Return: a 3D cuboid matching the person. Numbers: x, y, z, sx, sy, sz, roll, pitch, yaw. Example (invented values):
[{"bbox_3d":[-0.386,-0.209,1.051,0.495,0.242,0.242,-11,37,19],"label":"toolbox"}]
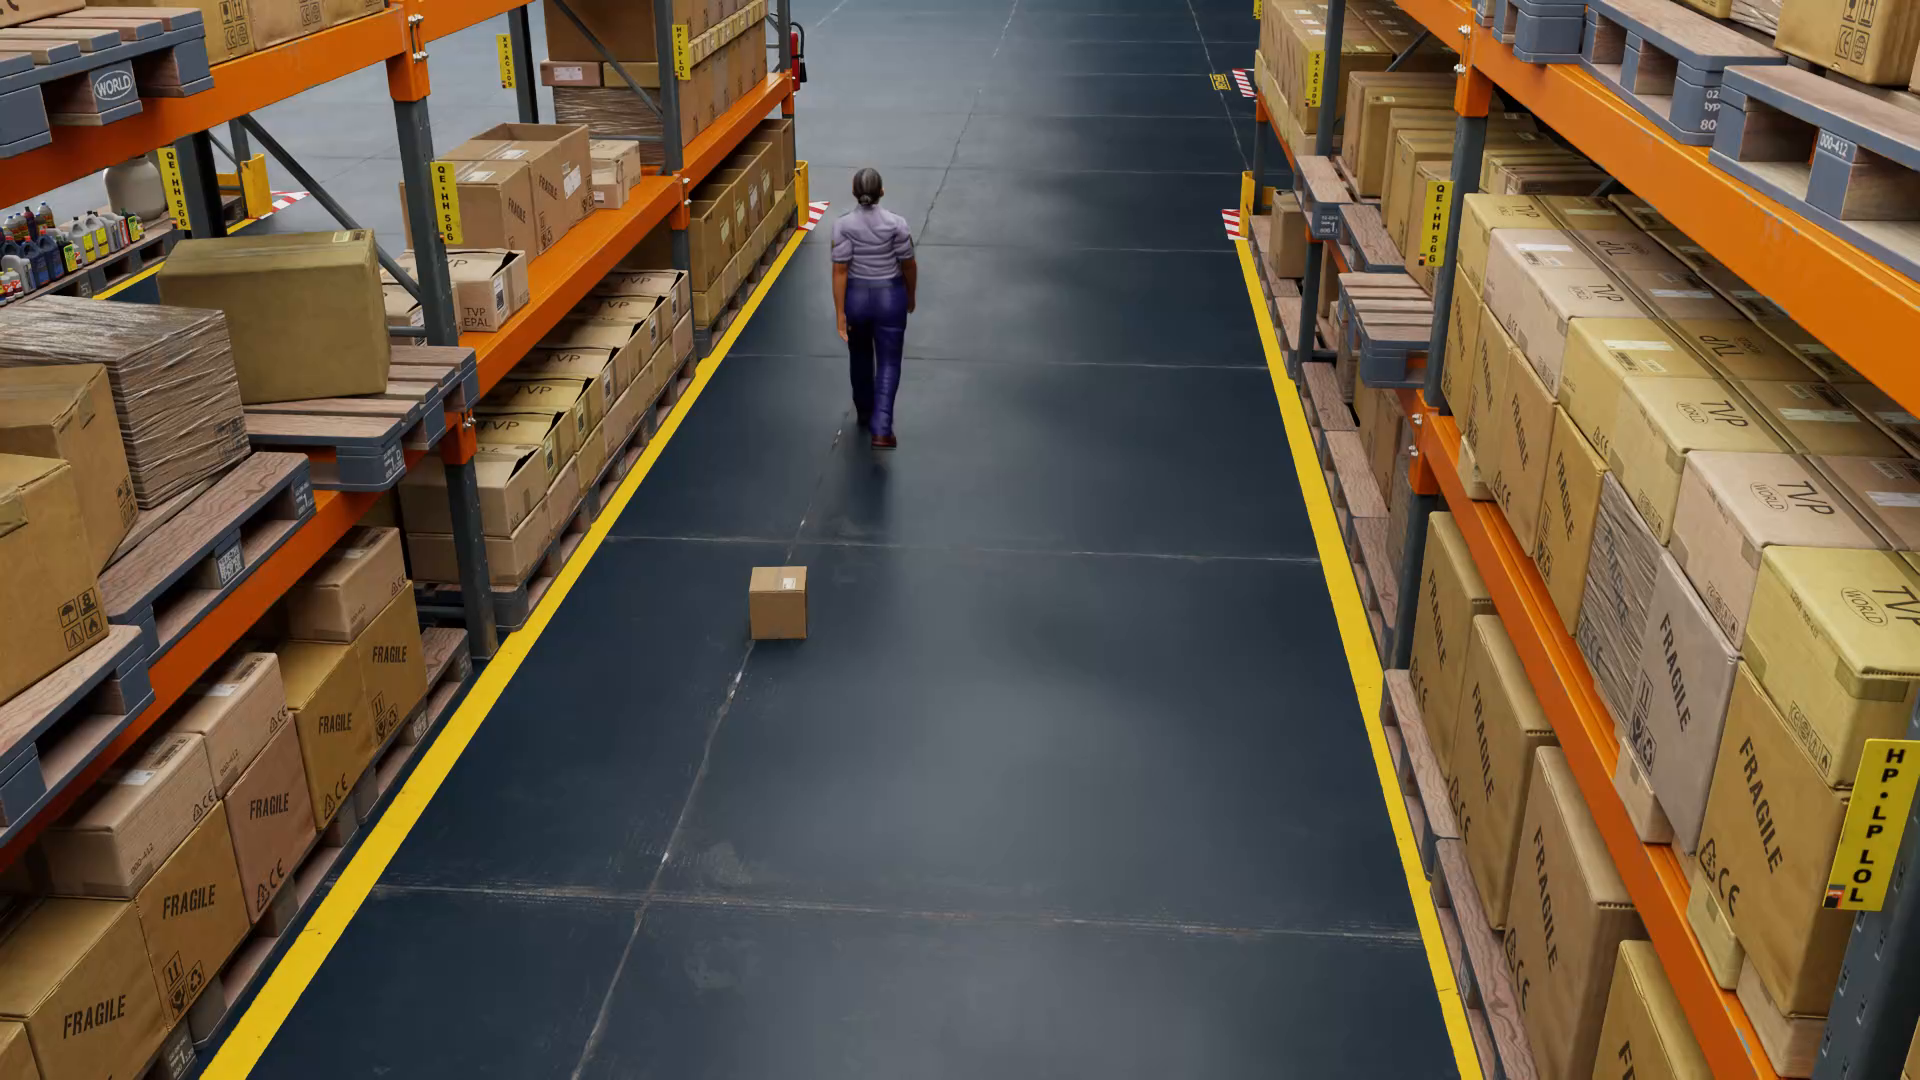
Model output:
[{"bbox_3d":[-0.485,-1.356,9.585,0.473,1.594,1.006,2,25,4],"label":"person"}]
